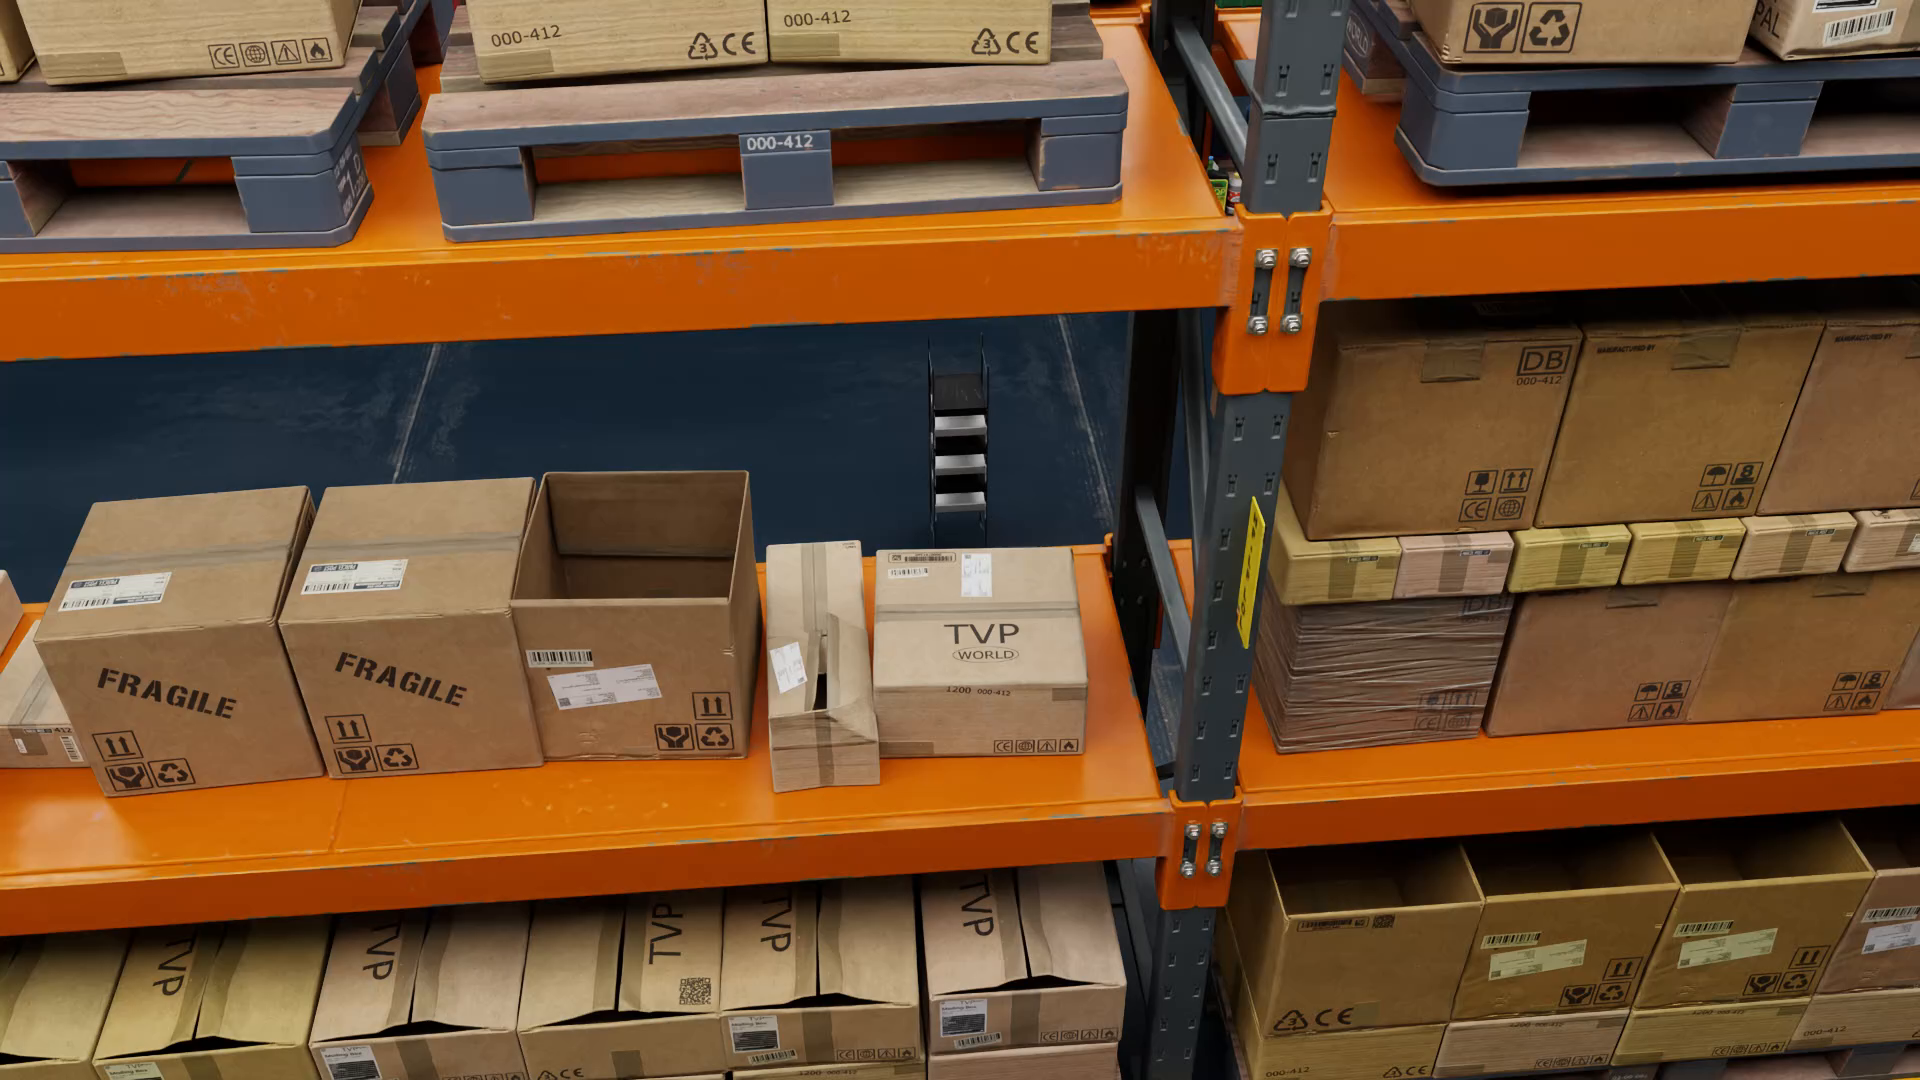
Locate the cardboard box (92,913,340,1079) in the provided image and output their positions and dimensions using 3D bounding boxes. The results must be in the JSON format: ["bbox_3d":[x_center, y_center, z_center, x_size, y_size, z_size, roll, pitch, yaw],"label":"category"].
[{"bbox_3d":[-1.877,1.163,4.282,0.500,0.311,0.500,-4,38,-5],"label":"cardboard box"}]

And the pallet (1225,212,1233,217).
[{"bbox_3d":[0.767,-1.816,8.881,1.213,0.211,1.003,-3,38,-4],"label":"pallet"}]

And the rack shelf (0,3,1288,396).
[{"bbox_3d":[-1.463,-0.628,3.284,4.000,0.370,1.077,-3,38,-4],"label":"rack shelf"}]

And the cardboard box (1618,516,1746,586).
[{"bbox_3d":[1.582,-0.076,3.821,0.250,0.149,0.380,-3,38,-4],"label":"cardboard box"}]

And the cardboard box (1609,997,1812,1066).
[{"bbox_3d":[2.015,1.185,4.707,0.500,0.250,0.500,-3,38,-4],"label":"cardboard box"}]

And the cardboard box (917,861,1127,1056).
[{"bbox_3d":[0.151,1.051,4.425,0.500,0.311,0.500,-3,38,-4],"label":"cardboard box"}]

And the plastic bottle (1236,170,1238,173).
[{"bbox_3d":[1.508,-1.914,8.599,0.135,0.276,0.152,-3,38,-4],"label":"plastic bottle"}]

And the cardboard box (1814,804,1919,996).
[{"bbox_3d":[2.513,0.862,4.512,0.500,0.500,0.500,-3,38,-4],"label":"cardboard box"}]

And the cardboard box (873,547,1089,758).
[{"bbox_3d":[0.043,0.270,4.107,0.500,0.250,0.500,-1,38,-1],"label":"cardboard box"}]

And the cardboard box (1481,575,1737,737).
[{"bbox_3d":[1.495,0.057,4.176,0.500,0.500,0.700,-4,38,-4],"label":"cardboard box"}]

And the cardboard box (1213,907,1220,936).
[{"bbox_3d":[0.972,0.912,5.054,0.500,0.250,0.500,-3,38,-4],"label":"cardboard box"}]

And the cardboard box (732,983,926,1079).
[{"bbox_3d":[-0.362,1.300,4.561,0.500,0.250,0.500,-4,38,-5],"label":"cardboard box"}]

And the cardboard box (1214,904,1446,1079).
[{"bbox_3d":[1.018,1.234,4.646,0.500,0.250,0.500,-3,38,-4],"label":"cardboard box"}]

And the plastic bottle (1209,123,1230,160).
[{"bbox_3d":[1.395,-2.188,8.939,0.133,0.283,0.061,-3,38,-4],"label":"plastic bottle"}]

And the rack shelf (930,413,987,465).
[{"bbox_3d":[-0.008,-0.397,6.436,0.200,0.077,0.258,-3,38,-4],"label":"rack shelf"}]

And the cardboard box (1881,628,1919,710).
[{"bbox_3d":[2.505,0.003,4.244,0.500,0.500,0.700,-2,38,-3],"label":"cardboard box"}]

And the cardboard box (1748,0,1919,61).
[{"bbox_3d":[1.592,-1.100,2.920,0.500,0.311,0.500,-5,39,-6],"label":"cardboard box"}]

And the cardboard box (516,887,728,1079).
[{"bbox_3d":[-0.864,1.109,4.351,0.500,0.311,0.500,-3,38,-4],"label":"cardboard box"}]

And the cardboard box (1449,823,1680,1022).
[{"bbox_3d":[1.516,0.913,4.447,0.500,0.500,0.500,-3,38,-4],"label":"cardboard box"}]

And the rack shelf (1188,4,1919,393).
[{"bbox_3d":[2.521,-0.848,3.562,4.000,0.370,1.077,-3,38,-4],"label":"rack shelf"}]

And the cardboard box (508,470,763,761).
[{"bbox_3d":[-0.762,0.179,4.021,0.500,0.500,0.500,-1,38,-1],"label":"cardboard box"}]

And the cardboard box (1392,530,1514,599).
[{"bbox_3d":[1.064,-0.046,3.782,0.250,0.149,0.380,-3,38,-3],"label":"cardboard box"}]

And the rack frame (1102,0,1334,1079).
[{"bbox_3d":[0.529,0.157,4.129,0.127,3.000,1.000,-3,38,-4],"label":"rack frame"}]

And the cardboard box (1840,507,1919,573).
[{"bbox_3d":[2.097,-0.105,3.857,0.250,0.149,0.380,-4,38,-5],"label":"cardboard box"}]

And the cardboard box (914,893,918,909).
[{"bbox_3d":[0.105,0.941,5.016,0.500,0.250,0.500,-4,38,-5],"label":"cardboard box"}]

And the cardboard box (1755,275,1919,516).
[{"bbox_3d":[1.973,-0.475,3.802,0.500,0.500,0.700,-3,38,-4],"label":"cardboard box"}]

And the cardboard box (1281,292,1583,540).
[{"bbox_3d":[0.971,-0.420,3.732,0.500,0.500,0.700,-3,38,-4],"label":"cardboard box"}]

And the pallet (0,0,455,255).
[{"bbox_3d":[-1.673,-0.882,3.177,1.213,0.211,1.003,-1,38,-2],"label":"pallet"}]

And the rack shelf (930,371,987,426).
[{"bbox_3d":[-0.008,-0.539,6.324,0.200,0.077,0.258,-3,38,-4],"label":"rack shelf"}]

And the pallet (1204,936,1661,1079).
[{"bbox_3d":[1.325,1.234,5.015,1.213,0.211,1.003,-3,38,-4],"label":"pallet"}]

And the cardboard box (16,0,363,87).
[{"bbox_3d":[-1.381,-1.059,3.031,0.500,0.250,0.500,-6,39,-8],"label":"cardboard box"}]

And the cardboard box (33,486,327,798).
[{"bbox_3d":[-1.785,0.235,3.949,0.500,0.500,0.500,-5,39,-6],"label":"cardboard box"}]

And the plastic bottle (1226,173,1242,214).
[{"bbox_3d":[1.407,-1.773,8.479,0.097,0.201,0.097,0,38,0],"label":"plastic bottle"}]

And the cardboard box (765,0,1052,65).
[{"bbox_3d":[-0.086,-1.098,3.081,0.500,0.250,0.500,1,38,1],"label":"cardboard box"}]

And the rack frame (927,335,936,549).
[{"bbox_3d":[-0.109,-0.347,6.464,0.006,0.900,0.240,-3,38,-4],"label":"rack frame"}]

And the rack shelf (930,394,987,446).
[{"bbox_3d":[-0.008,-0.468,6.380,0.200,0.077,0.258,-3,38,-4],"label":"rack shelf"}]

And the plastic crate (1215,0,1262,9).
[{"bbox_3d":[1.471,-2.716,7.942,0.662,0.188,0.450,-3,38,-4],"label":"plastic crate"}]

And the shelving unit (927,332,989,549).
[{"bbox_3d":[-0.008,-0.353,6.471,0.210,0.900,0.258,-3,38,-4],"label":"shelving unit"}]

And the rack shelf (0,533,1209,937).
[{"bbox_3d":[-1.463,0.549,4.213,4.000,0.370,1.077,-3,38,-4],"label":"rack shelf"}]

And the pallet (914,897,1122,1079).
[{"bbox_3d":[-0.201,1.316,4.911,1.213,0.211,1.003,-3,38,-4],"label":"pallet"}]

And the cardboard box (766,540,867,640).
[{"bbox_3d":[-0.372,0.178,4.305,0.250,0.149,0.380,-3,38,-4],"label":"cardboard box"}]
